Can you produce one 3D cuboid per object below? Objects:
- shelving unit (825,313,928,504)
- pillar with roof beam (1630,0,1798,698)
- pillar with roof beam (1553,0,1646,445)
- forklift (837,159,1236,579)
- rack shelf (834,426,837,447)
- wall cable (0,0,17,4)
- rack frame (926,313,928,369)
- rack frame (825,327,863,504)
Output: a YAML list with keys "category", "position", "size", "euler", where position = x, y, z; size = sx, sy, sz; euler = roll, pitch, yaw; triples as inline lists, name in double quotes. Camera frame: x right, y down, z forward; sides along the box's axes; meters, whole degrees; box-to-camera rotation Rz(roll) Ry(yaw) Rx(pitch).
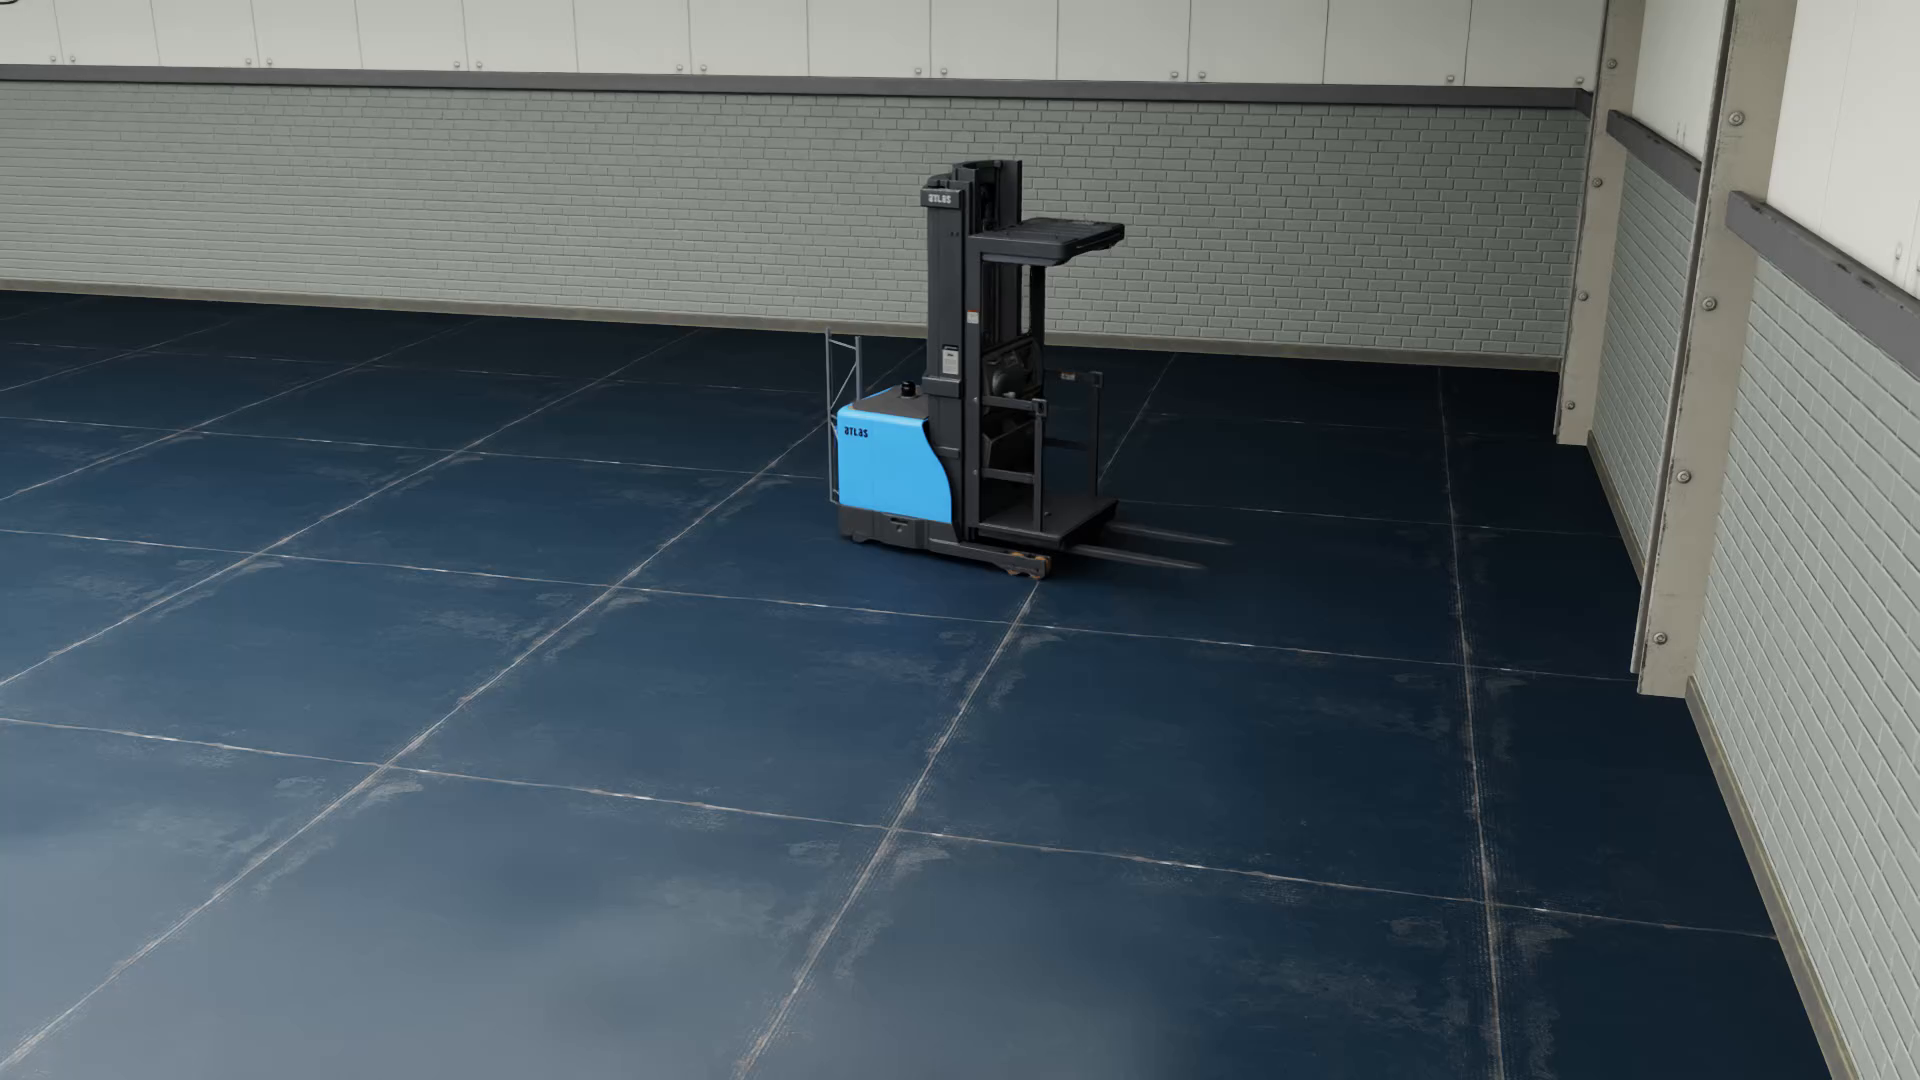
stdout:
- category: "shelving unit"
  position: [-0.539, -1.076, 14.018]
  size: [1.048, 1.500, 0.538]
  euler: [-13, 23, -34]
- category: "pillar with roof beam"
  position: [0.256, -3.689, 10.066]
  size: [9.100, 9.000, 0.400]
  euler: [5, 19, 13]
- category: "pillar with roof beam"
  position: [1.722, -5.570, 15.572]
  size: [9.100, 9.000, 0.400]
  euler: [5, 19, 13]
- category: "forklift"
  position: [0.576, -1.293, 12.438]
  size: [3.031, 2.935, 1.130]
  euler: [10, 21, 27]
- category: "rack shelf"
  position: [-0.539, -0.906, 14.076]
  size: [1.000, 0.185, 0.538]
  euler: [-13, 23, -34]
- category: "wall cable"
  position: [-13.445, -9.391, 21.498]
  size: [2.305, 6.003, 0.169]
  euler: [5, 19, 13]
- category: "rack frame"
  position: [-0.128, -1.173, 14.302]
  size: [0.032, 1.500, 0.500]
  euler: [-13, 23, -34]
- category: "rack frame"
  position: [-0.949, -0.979, 13.734]
  size: [0.032, 1.500, 0.500]
  euler: [-13, 23, -34]
